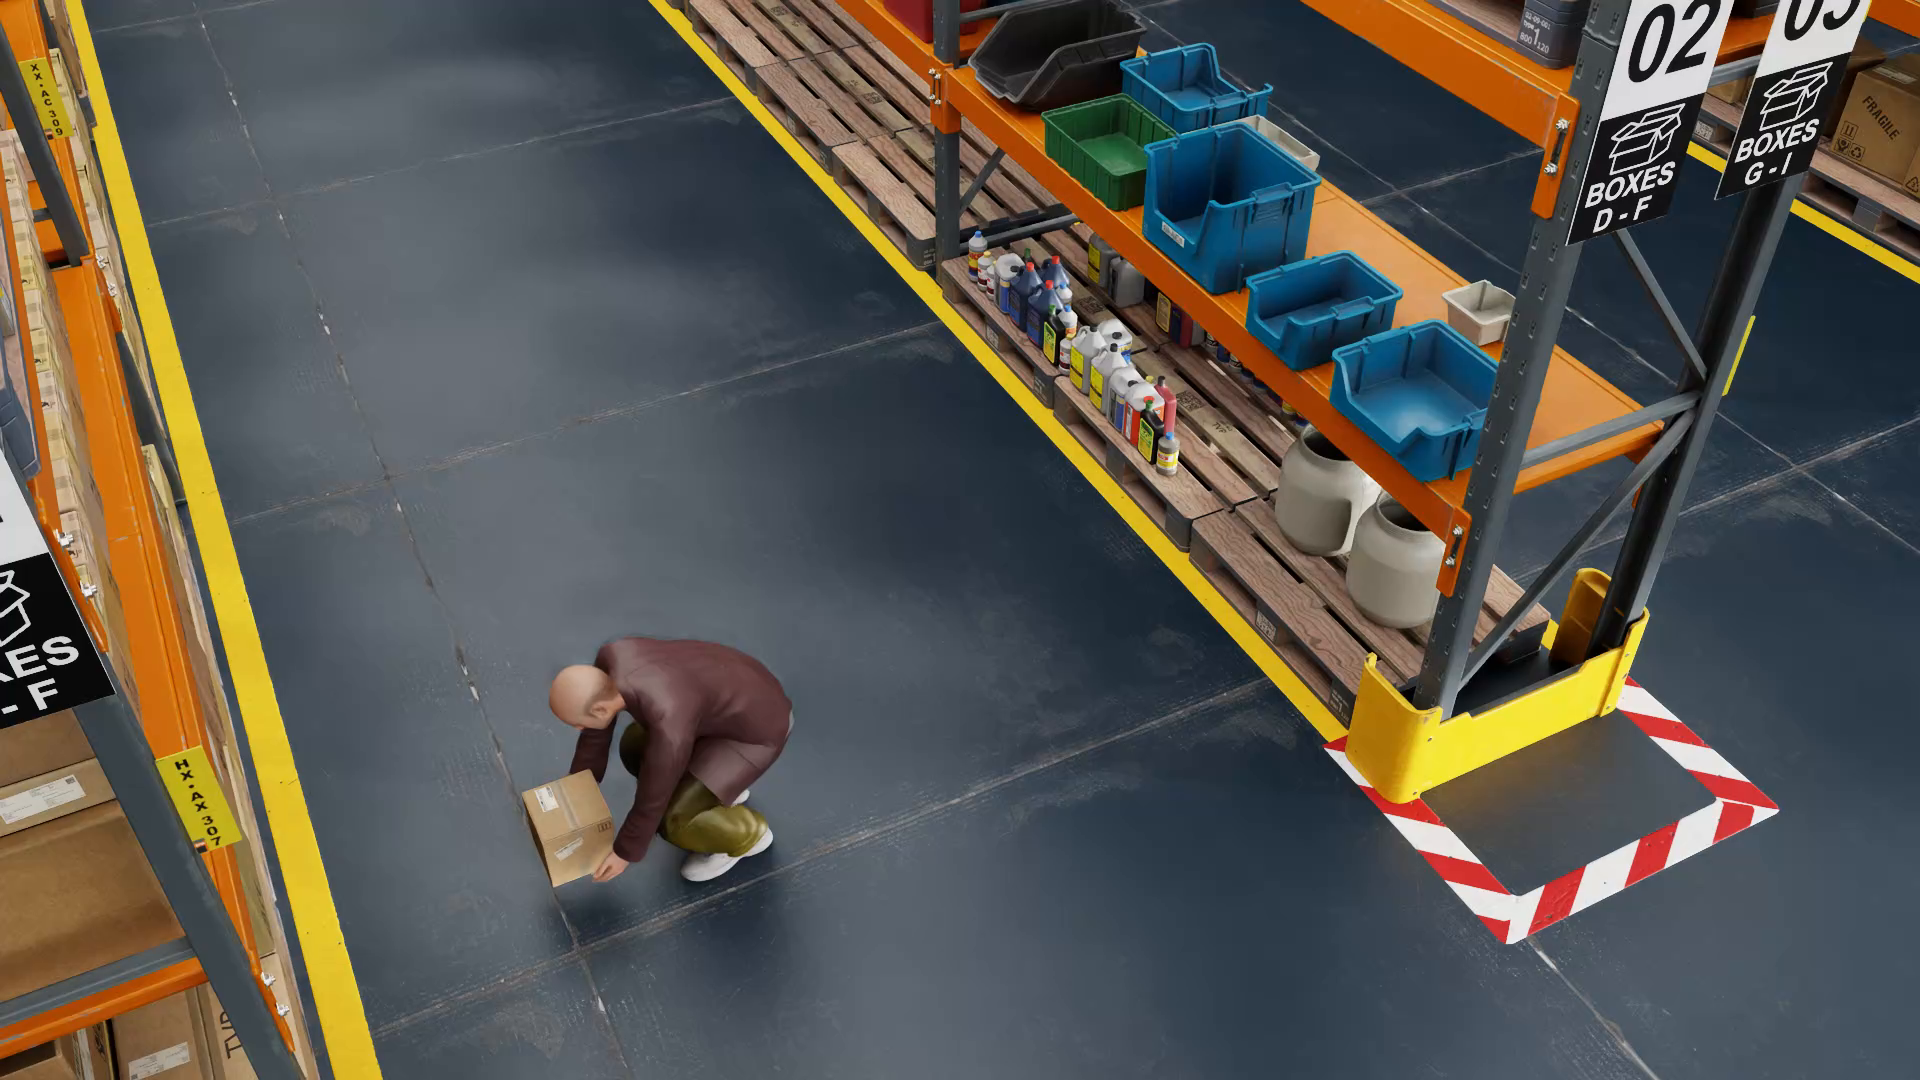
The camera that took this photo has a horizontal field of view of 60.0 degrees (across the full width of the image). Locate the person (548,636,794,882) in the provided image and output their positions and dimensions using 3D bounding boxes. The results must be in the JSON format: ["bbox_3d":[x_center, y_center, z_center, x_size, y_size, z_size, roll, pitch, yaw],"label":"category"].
[{"bbox_3d":[-0.998,0.733,5.845,0.873,1.091,0.616,-19,44,-21],"label":"person"}]
